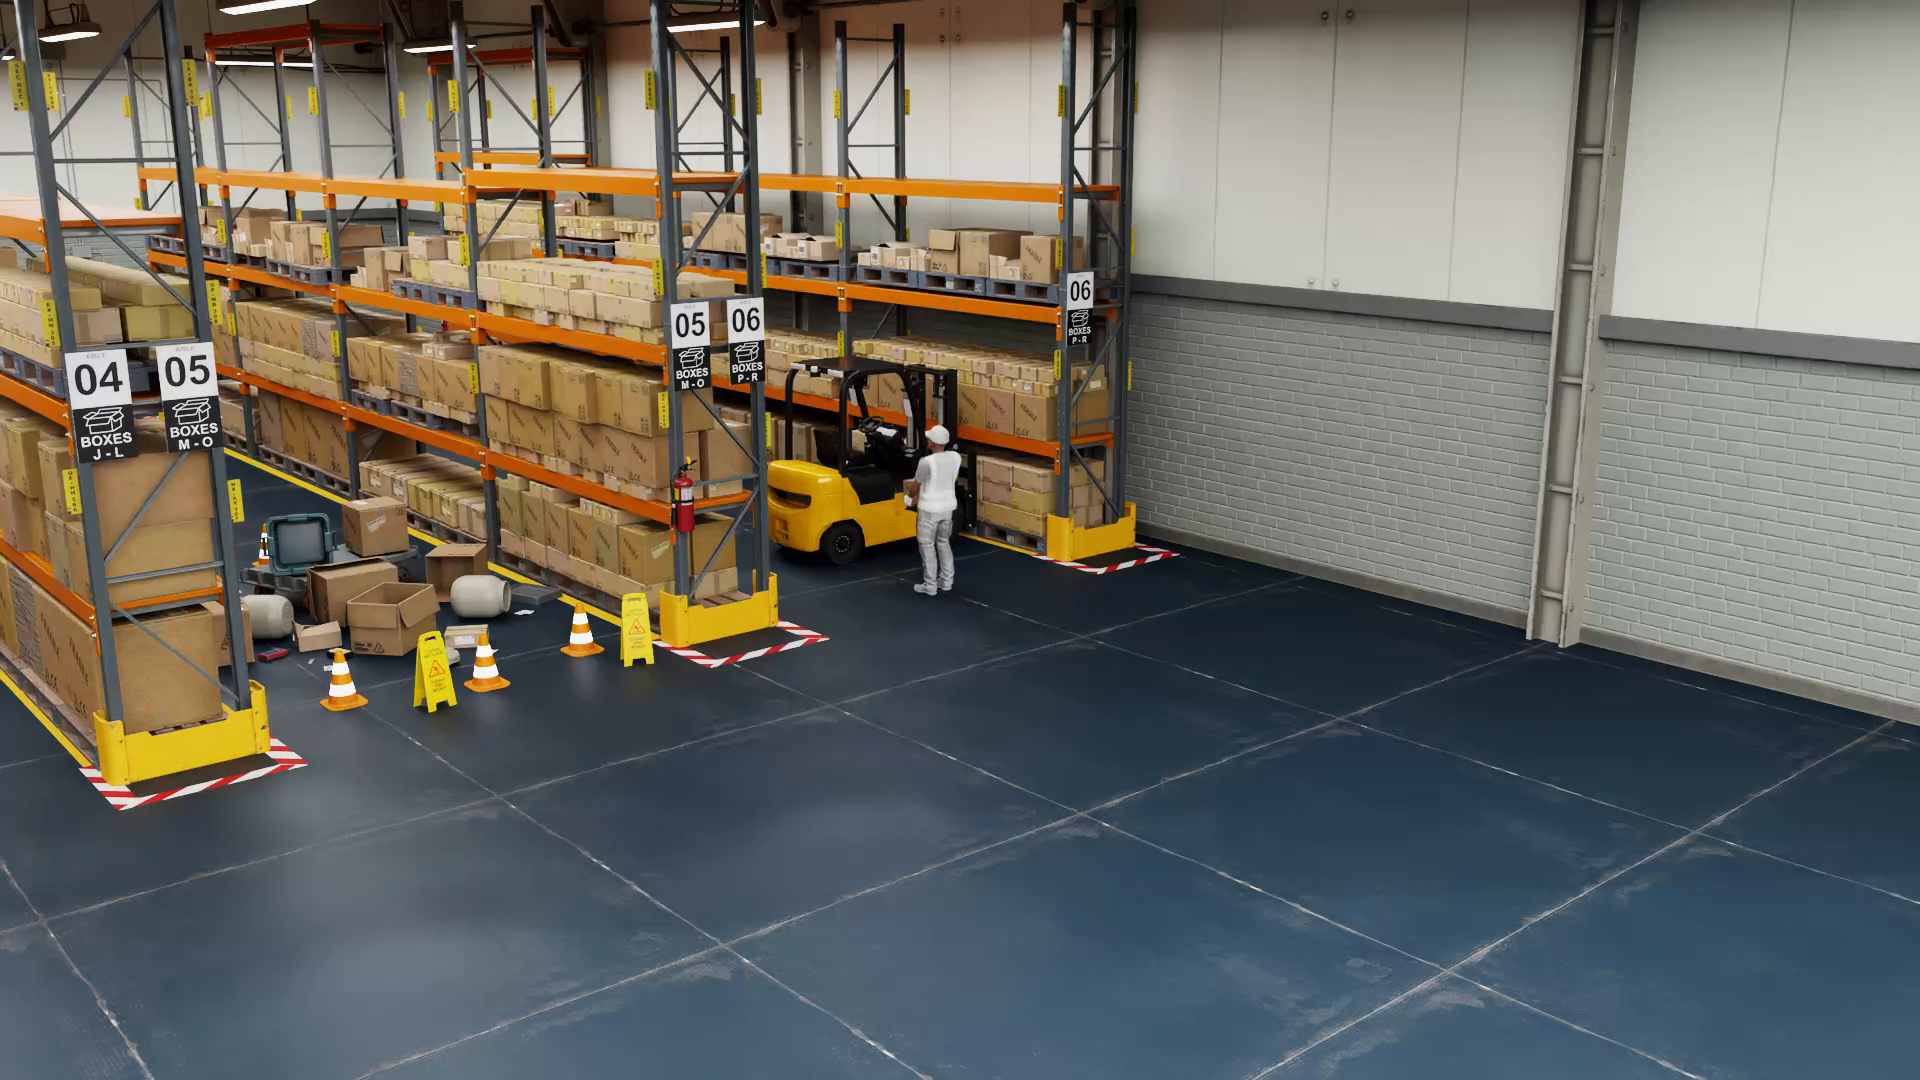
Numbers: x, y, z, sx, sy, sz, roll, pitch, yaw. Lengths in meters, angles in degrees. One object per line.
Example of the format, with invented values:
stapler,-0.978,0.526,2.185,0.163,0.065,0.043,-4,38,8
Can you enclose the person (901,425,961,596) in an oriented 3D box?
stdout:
person,-0.317,-0.334,17.305,0.495,1.784,0.573,-12,19,-41
